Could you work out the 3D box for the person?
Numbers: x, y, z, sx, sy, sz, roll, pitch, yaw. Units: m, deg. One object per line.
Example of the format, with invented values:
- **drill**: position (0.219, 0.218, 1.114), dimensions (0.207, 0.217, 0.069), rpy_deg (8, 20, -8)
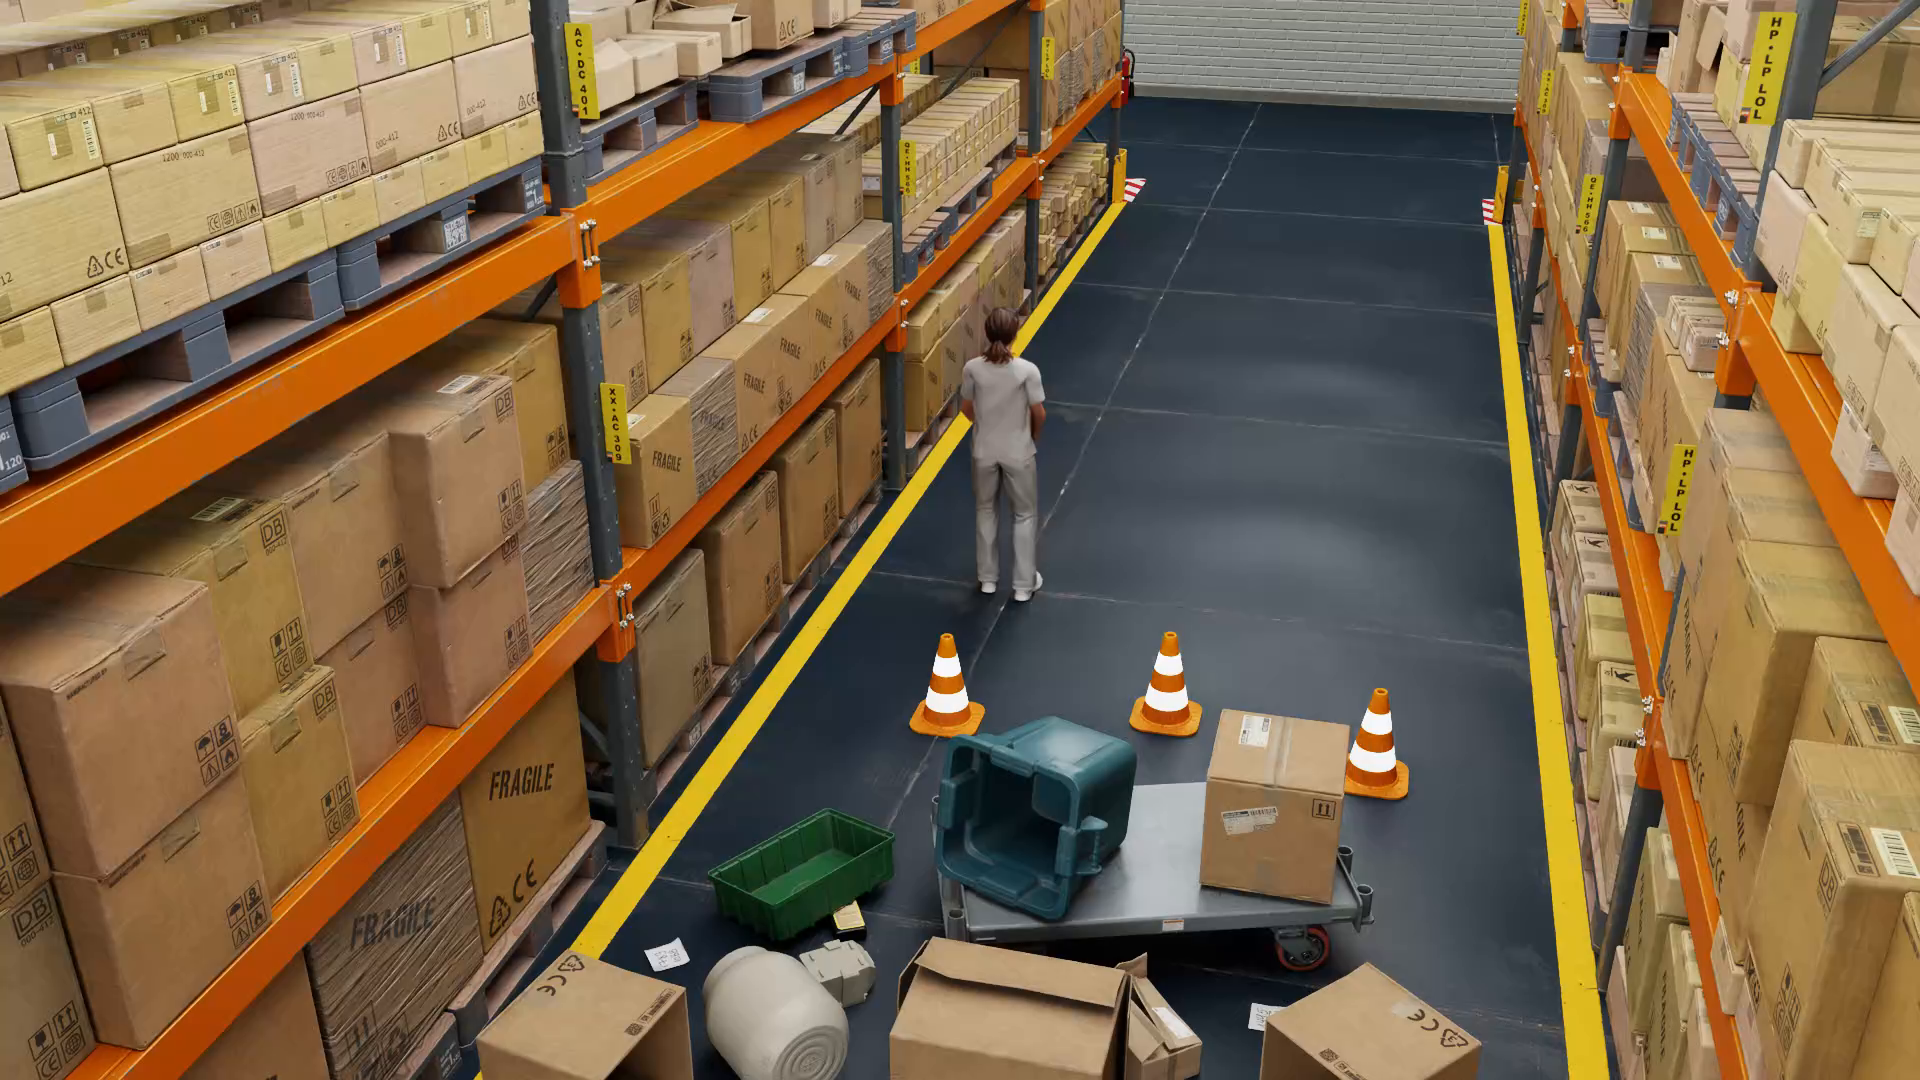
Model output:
- **person**: position (0.240, -0.483, 9.126), dimensions (0.465, 1.675, 0.461), rpy_deg (6, 26, 12)
